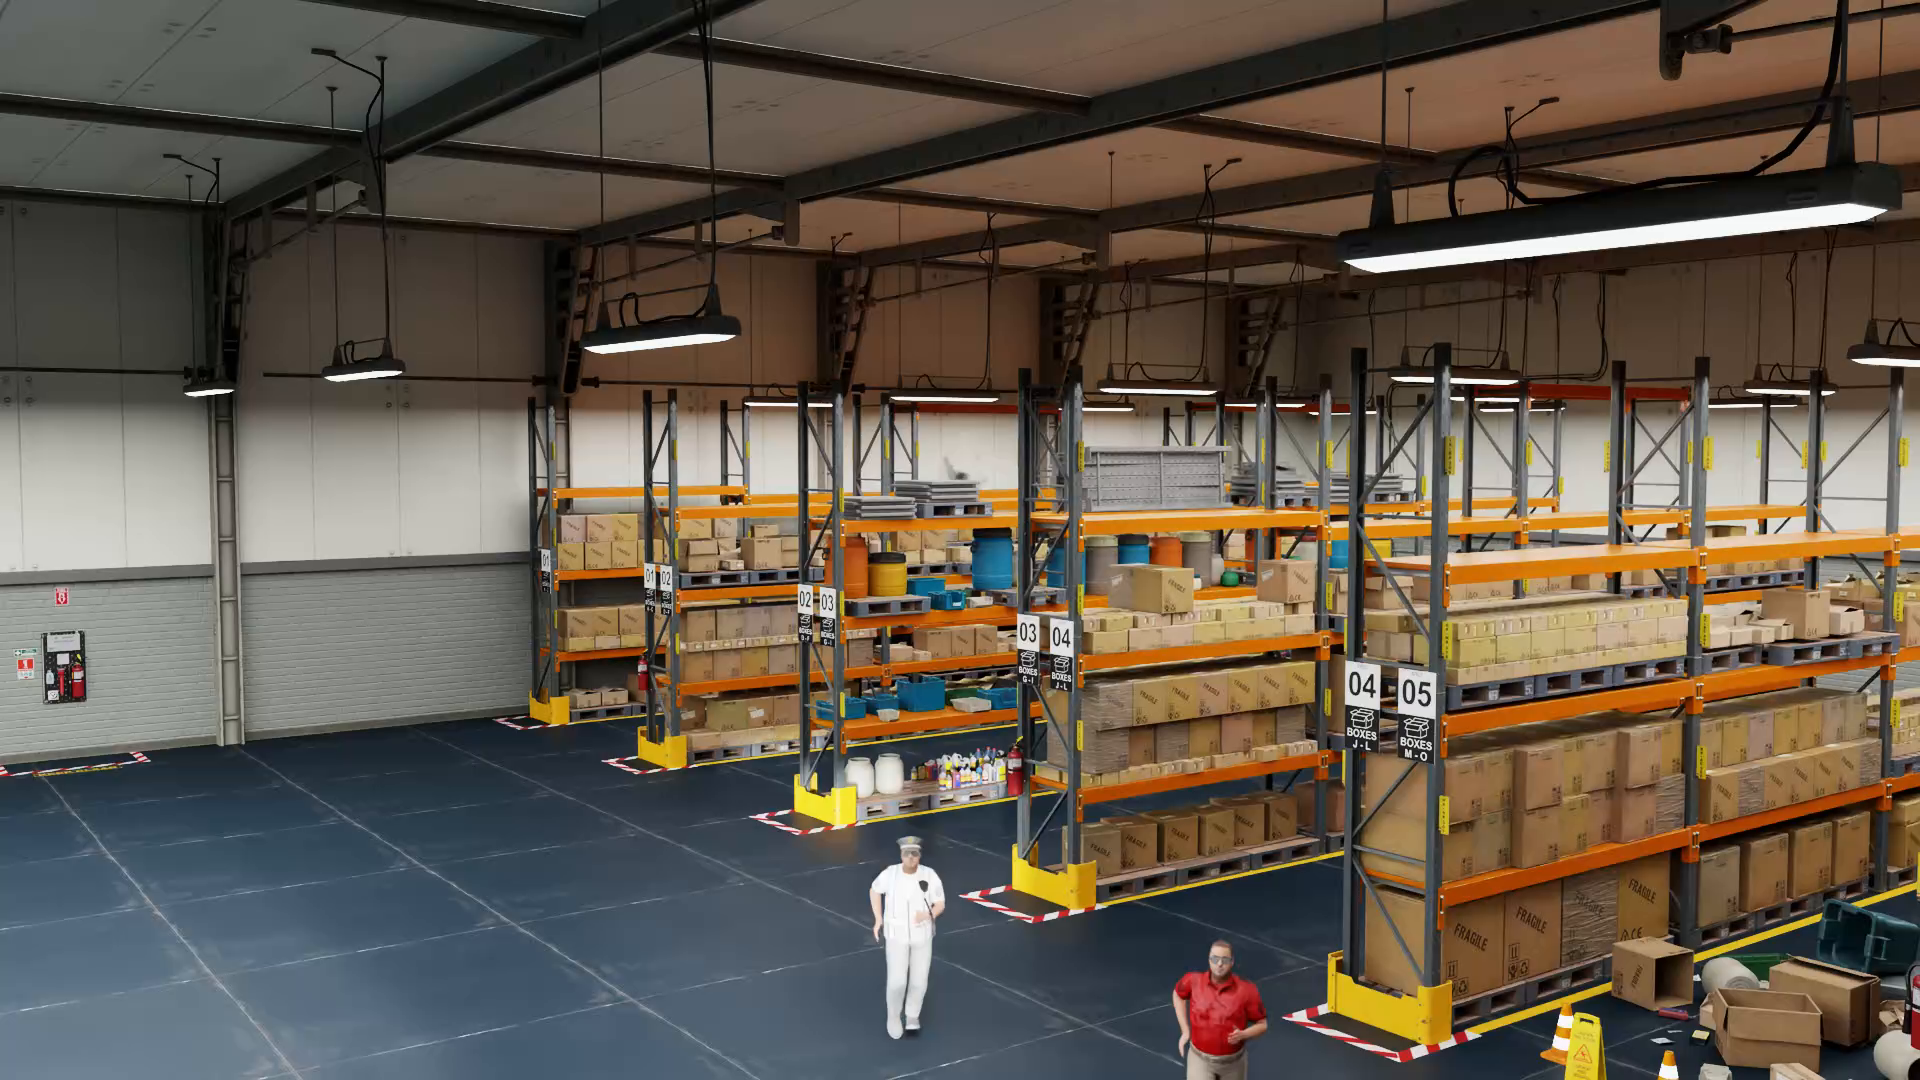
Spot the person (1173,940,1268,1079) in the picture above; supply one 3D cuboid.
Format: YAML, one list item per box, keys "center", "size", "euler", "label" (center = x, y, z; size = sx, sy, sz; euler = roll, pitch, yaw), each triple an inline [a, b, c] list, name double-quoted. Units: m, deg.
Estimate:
- center: [1.780, 3.631, 11.419]
  size: [0.648, 1.793, 0.832]
  euler: [1, 3, 9]
  label: "person"

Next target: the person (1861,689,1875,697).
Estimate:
- center: [12.762, 2.950, 23.430]
  size: [0.771, 1.727, 0.581]
  euler: [-2, 4, -36]
  label: "person"

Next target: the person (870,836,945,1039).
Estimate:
- center: [-0.443, 3.433, 14.353]
  size: [0.637, 1.775, 0.682]
  euler: [0, 3, -6]
  label: "person"
